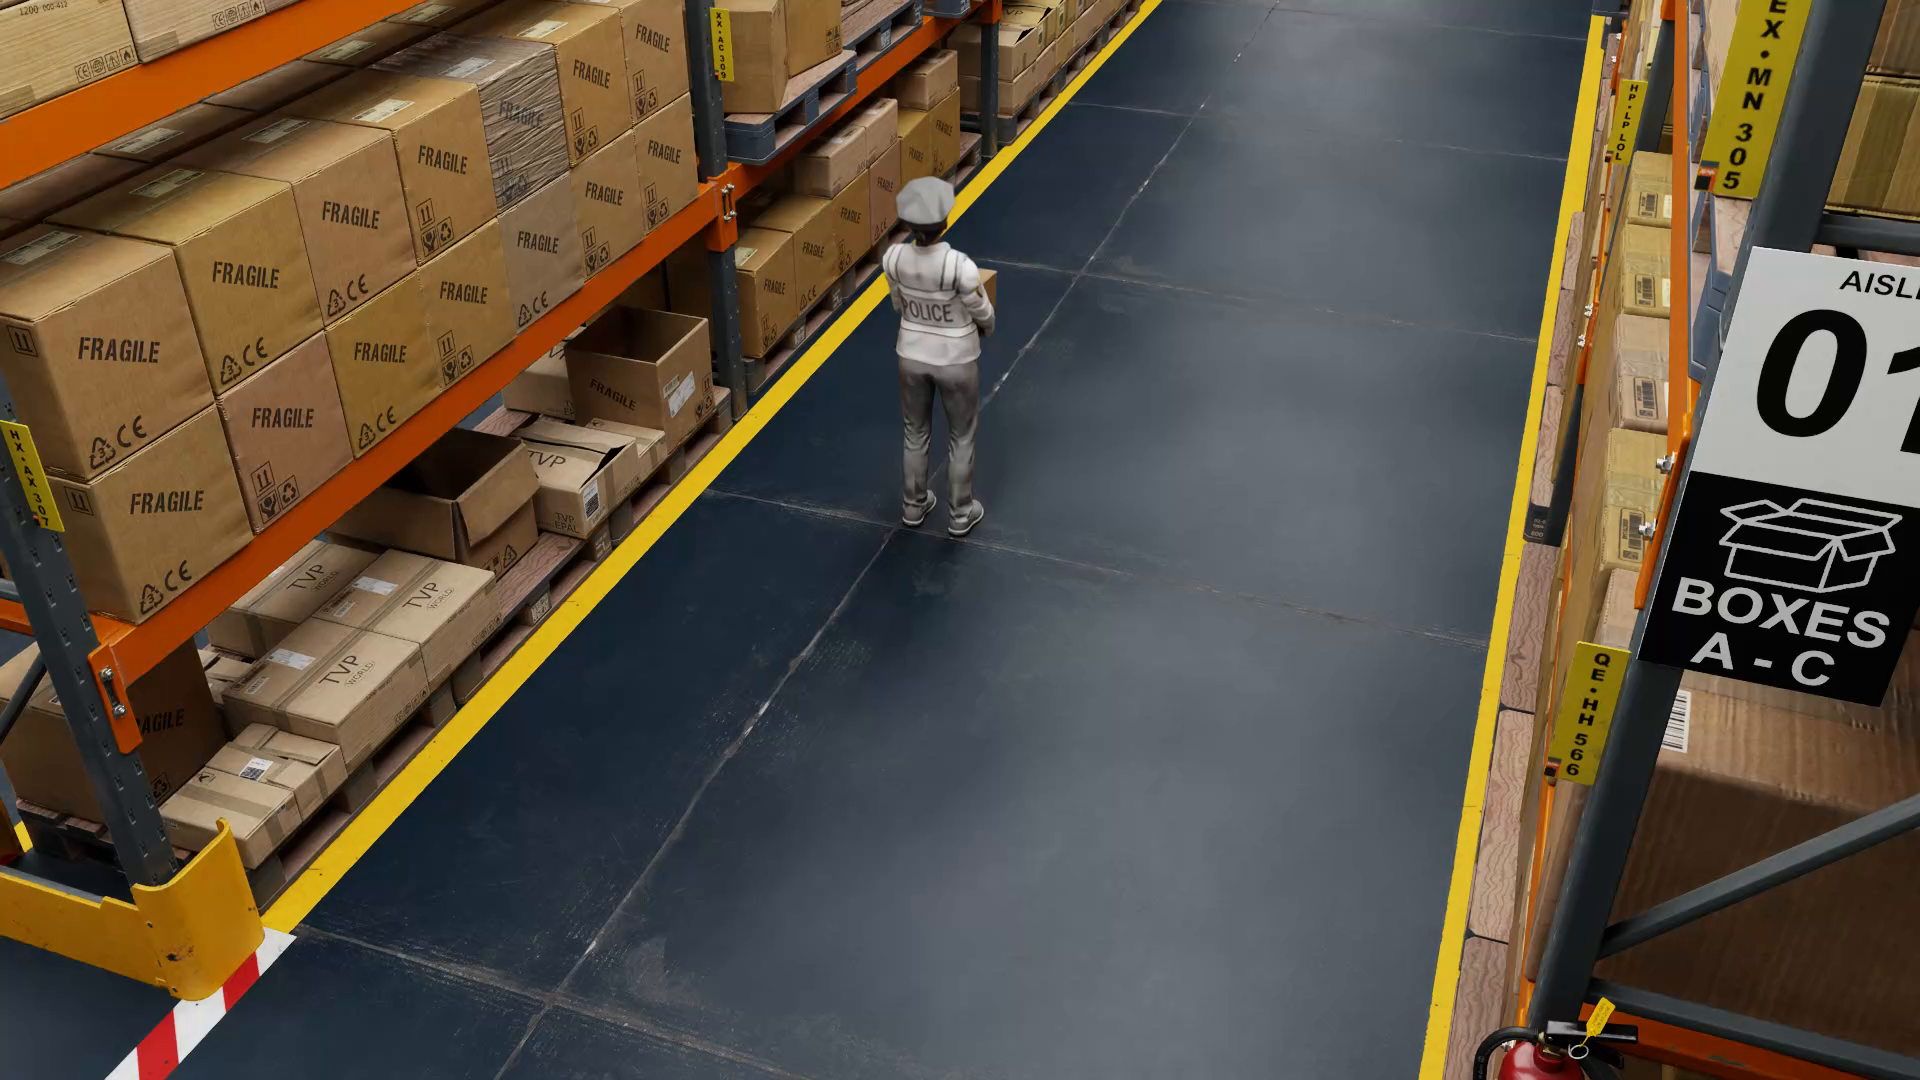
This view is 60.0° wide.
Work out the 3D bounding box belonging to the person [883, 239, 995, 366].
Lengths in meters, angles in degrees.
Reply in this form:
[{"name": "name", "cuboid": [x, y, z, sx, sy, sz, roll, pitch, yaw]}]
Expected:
[{"name": "person", "cuboid": [-0.079, -1.074, 7.180, 0.459, 0.548, 0.412, 12, 35, 17]}]
